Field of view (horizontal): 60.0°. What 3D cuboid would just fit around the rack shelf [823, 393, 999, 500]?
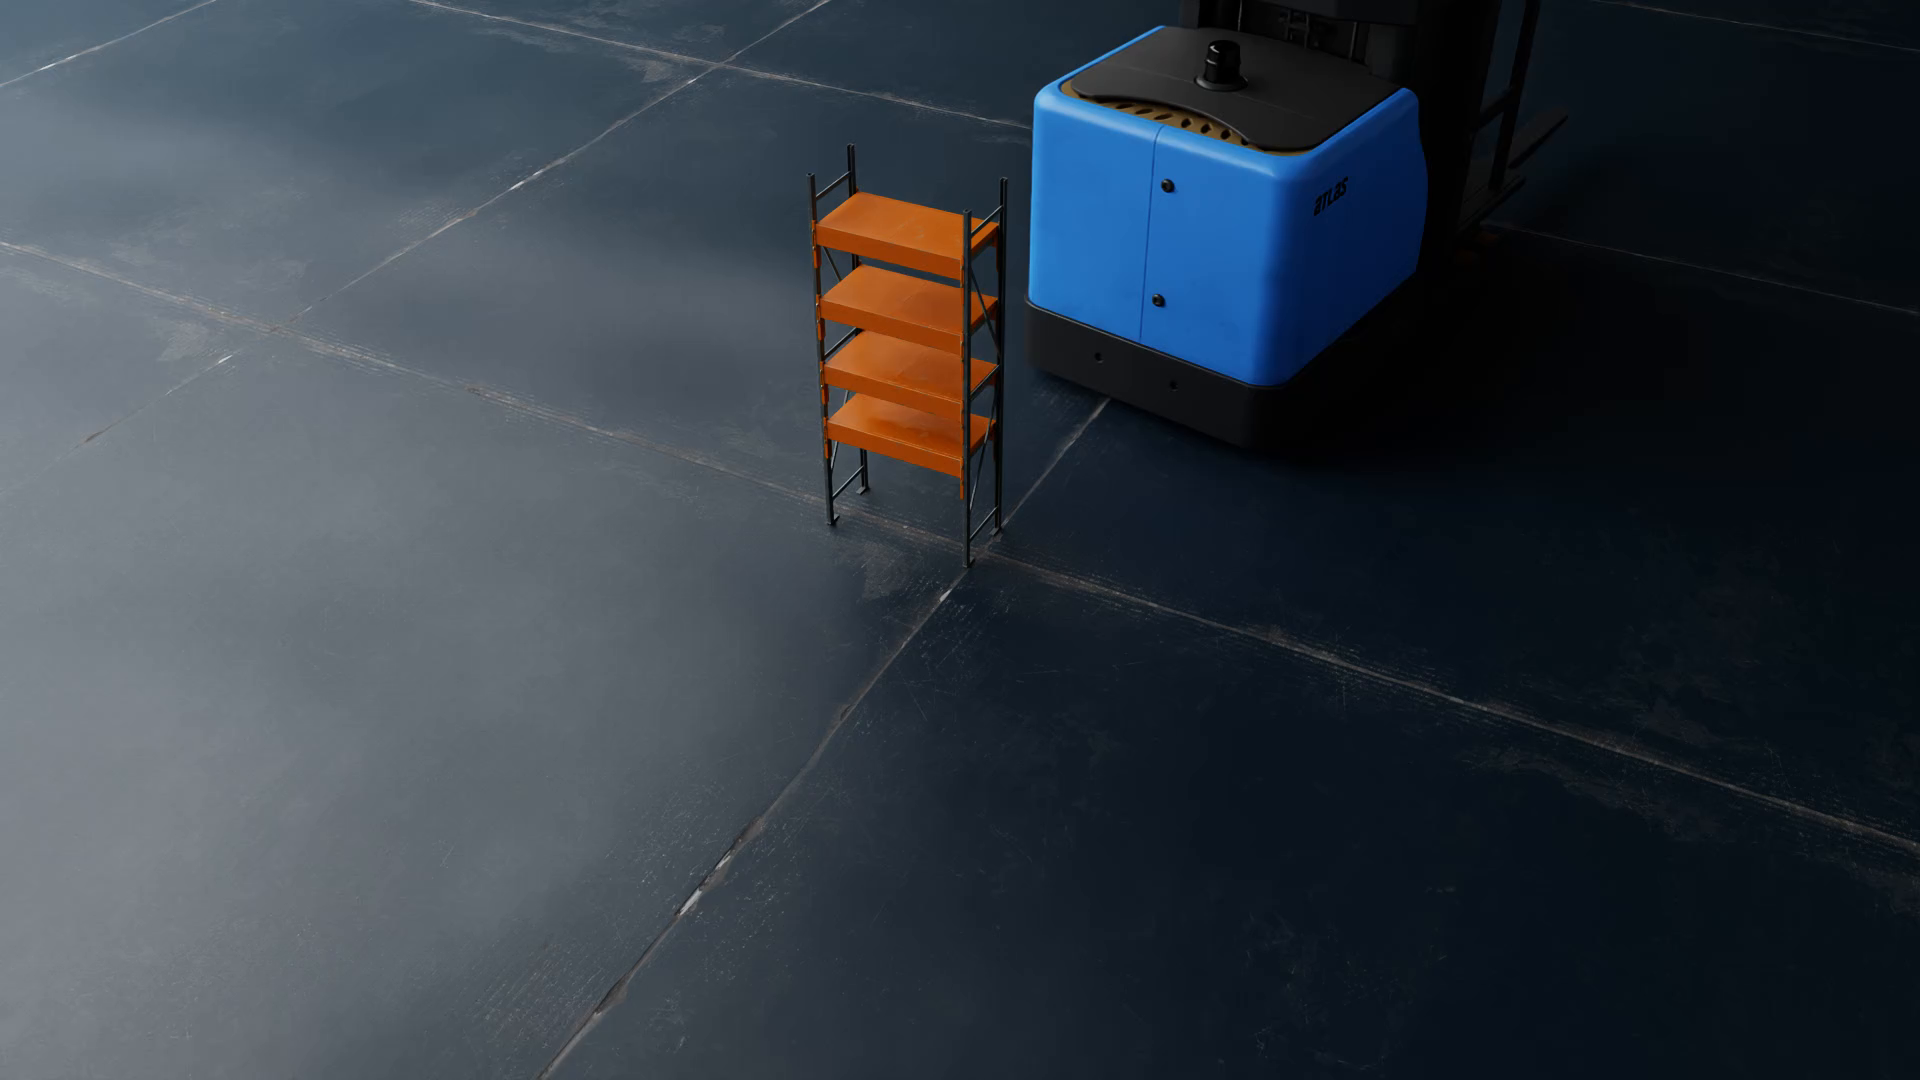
[{"bbox_3d":[-0.147,-0.312,5.109,0.480,0.148,0.258,17,41,21],"label":"rack shelf"}]

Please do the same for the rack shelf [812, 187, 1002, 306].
[{"bbox_3d":[-0.147,-0.837,4.710,0.480,0.148,0.258,17,41,21],"label":"rack shelf"}]

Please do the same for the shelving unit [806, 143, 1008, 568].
[{"bbox_3d":[-0.147,-0.524,4.948,0.503,1.200,0.258,17,41,21],"label":"shelving unit"}]

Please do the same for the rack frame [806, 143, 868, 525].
[{"bbox_3d":[-0.364,-0.592,5.037,0.015,1.200,0.240,17,41,21],"label":"rack frame"}]

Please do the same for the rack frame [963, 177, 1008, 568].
[{"bbox_3d":[0.070,-0.456,4.858,0.015,1.200,0.240,17,41,21],"label":"rack frame"}]

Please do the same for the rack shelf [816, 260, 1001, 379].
[{"bbox_3d":[-0.147,-0.649,4.853,0.480,0.148,0.258,17,41,21],"label":"rack shelf"}]

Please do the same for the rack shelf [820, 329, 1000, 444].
[{"bbox_3d":[-0.147,-0.470,4.989,0.480,0.148,0.258,17,41,21],"label":"rack shelf"}]

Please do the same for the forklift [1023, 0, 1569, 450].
[{"bbox_3d":[1.523,-2.300,5.856,1.130,2.935,3.031,25,44,29],"label":"forklift"}]
